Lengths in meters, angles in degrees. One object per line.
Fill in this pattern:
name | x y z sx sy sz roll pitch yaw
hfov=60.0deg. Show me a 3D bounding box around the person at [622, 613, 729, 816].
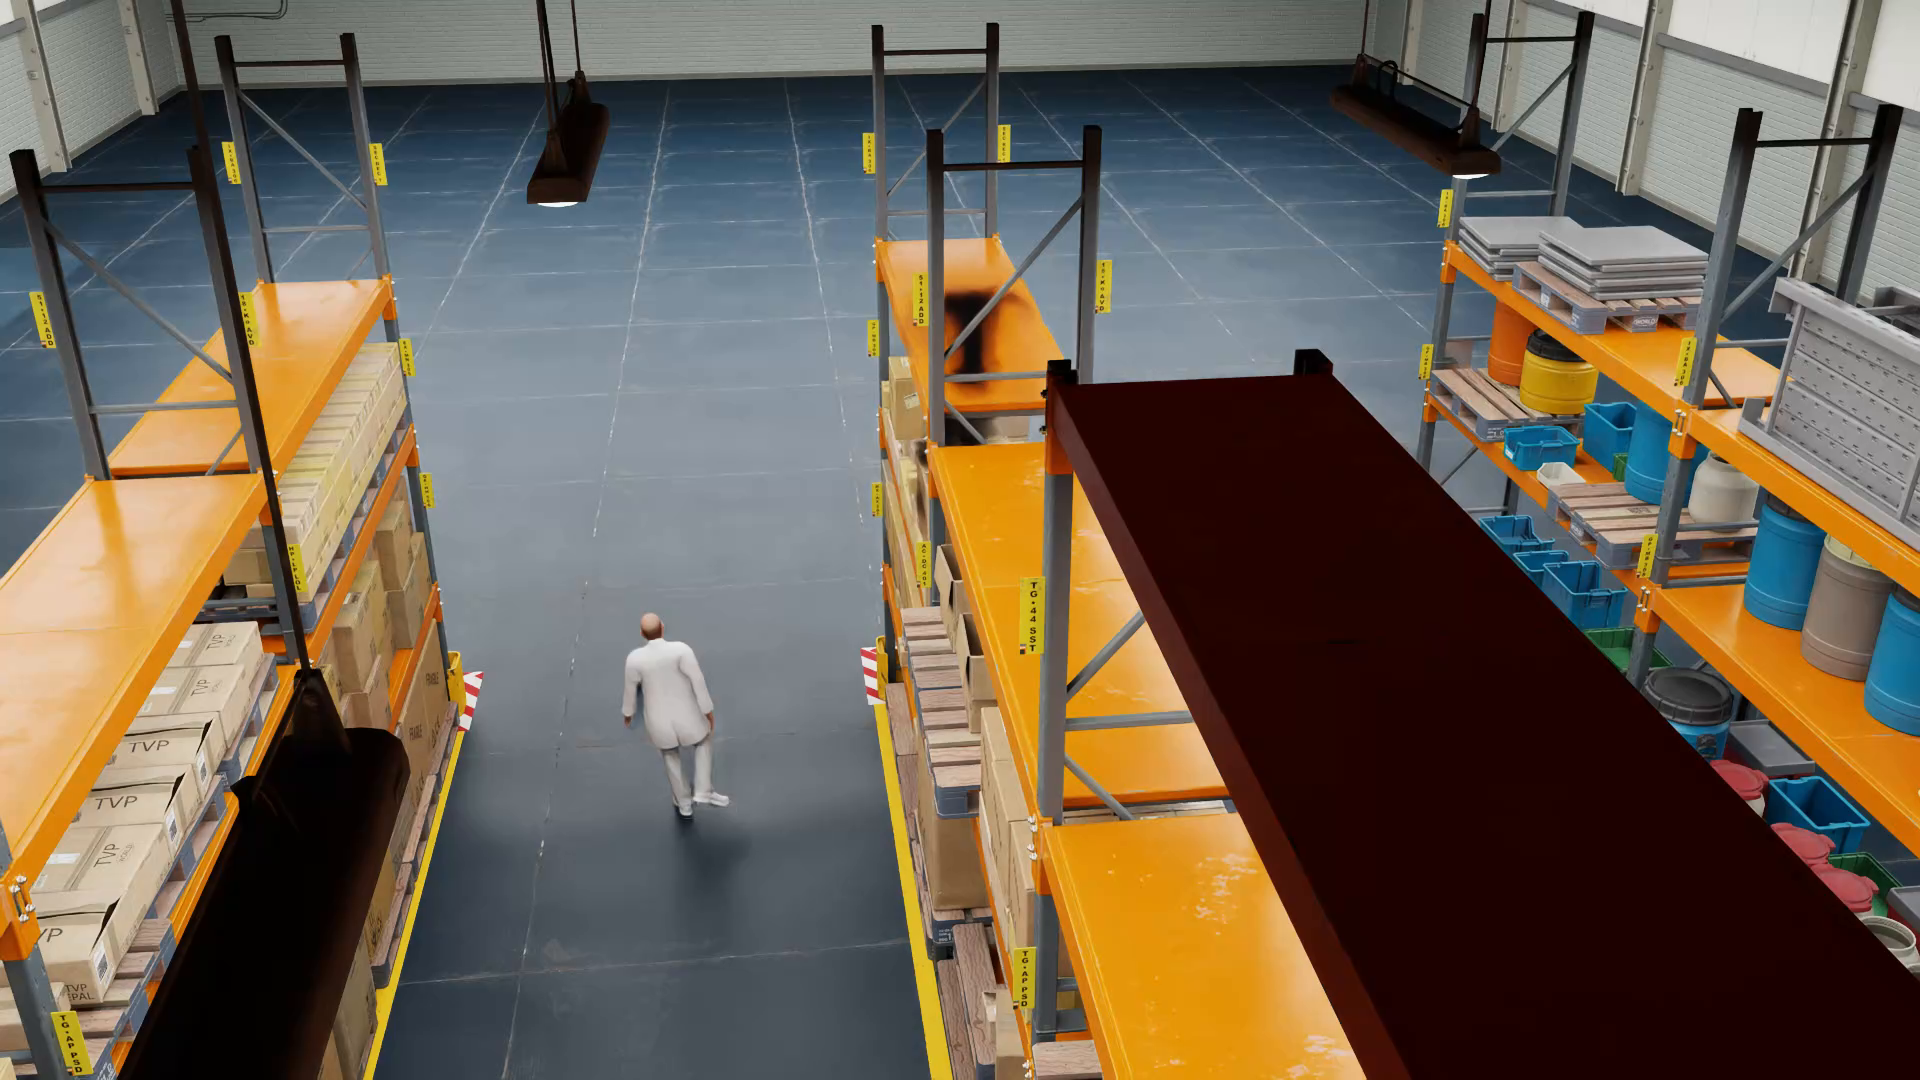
person | -2.333 1.448 13.468 0.824 1.696 0.638 -3 26 -6
